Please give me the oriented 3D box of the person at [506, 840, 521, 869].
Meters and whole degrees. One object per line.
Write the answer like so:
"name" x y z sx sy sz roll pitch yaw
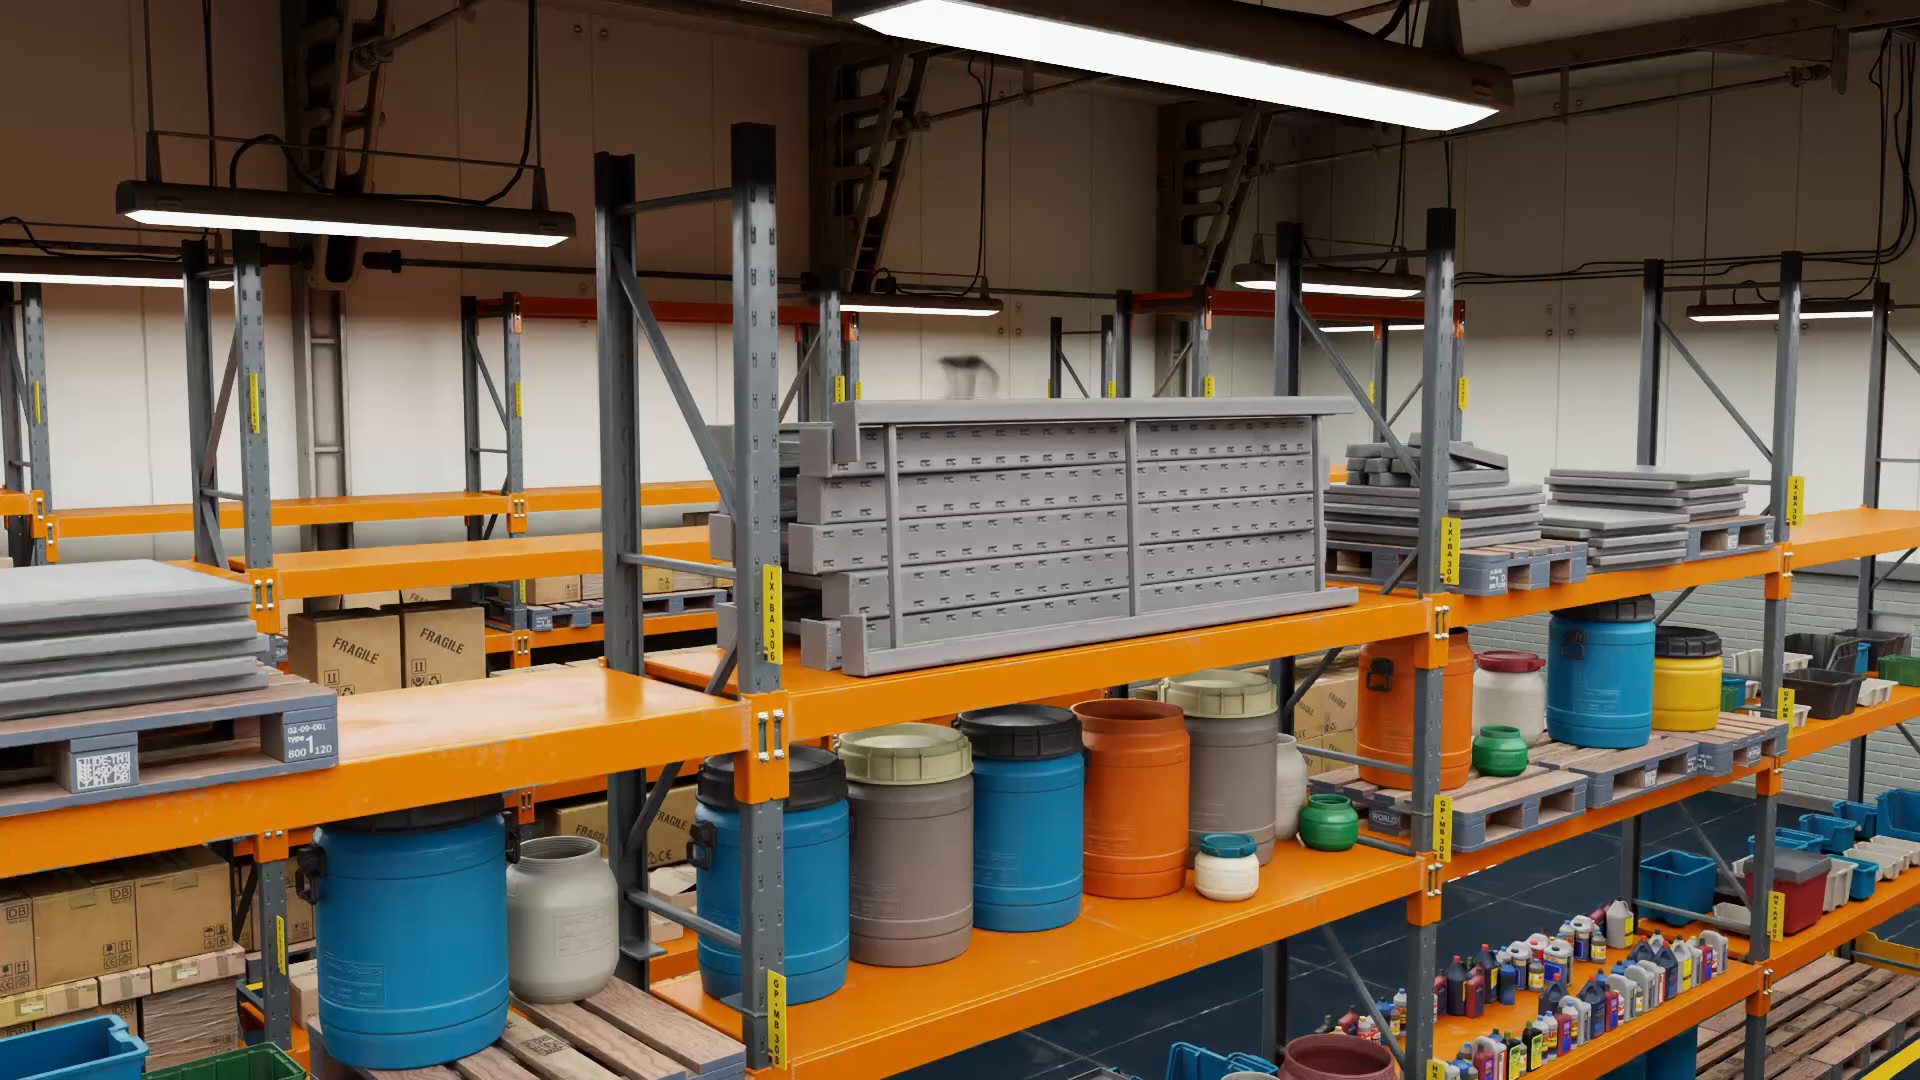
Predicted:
"person" -3.291 3.124 13.020 0.916 1.651 0.562 -5 7 -42
